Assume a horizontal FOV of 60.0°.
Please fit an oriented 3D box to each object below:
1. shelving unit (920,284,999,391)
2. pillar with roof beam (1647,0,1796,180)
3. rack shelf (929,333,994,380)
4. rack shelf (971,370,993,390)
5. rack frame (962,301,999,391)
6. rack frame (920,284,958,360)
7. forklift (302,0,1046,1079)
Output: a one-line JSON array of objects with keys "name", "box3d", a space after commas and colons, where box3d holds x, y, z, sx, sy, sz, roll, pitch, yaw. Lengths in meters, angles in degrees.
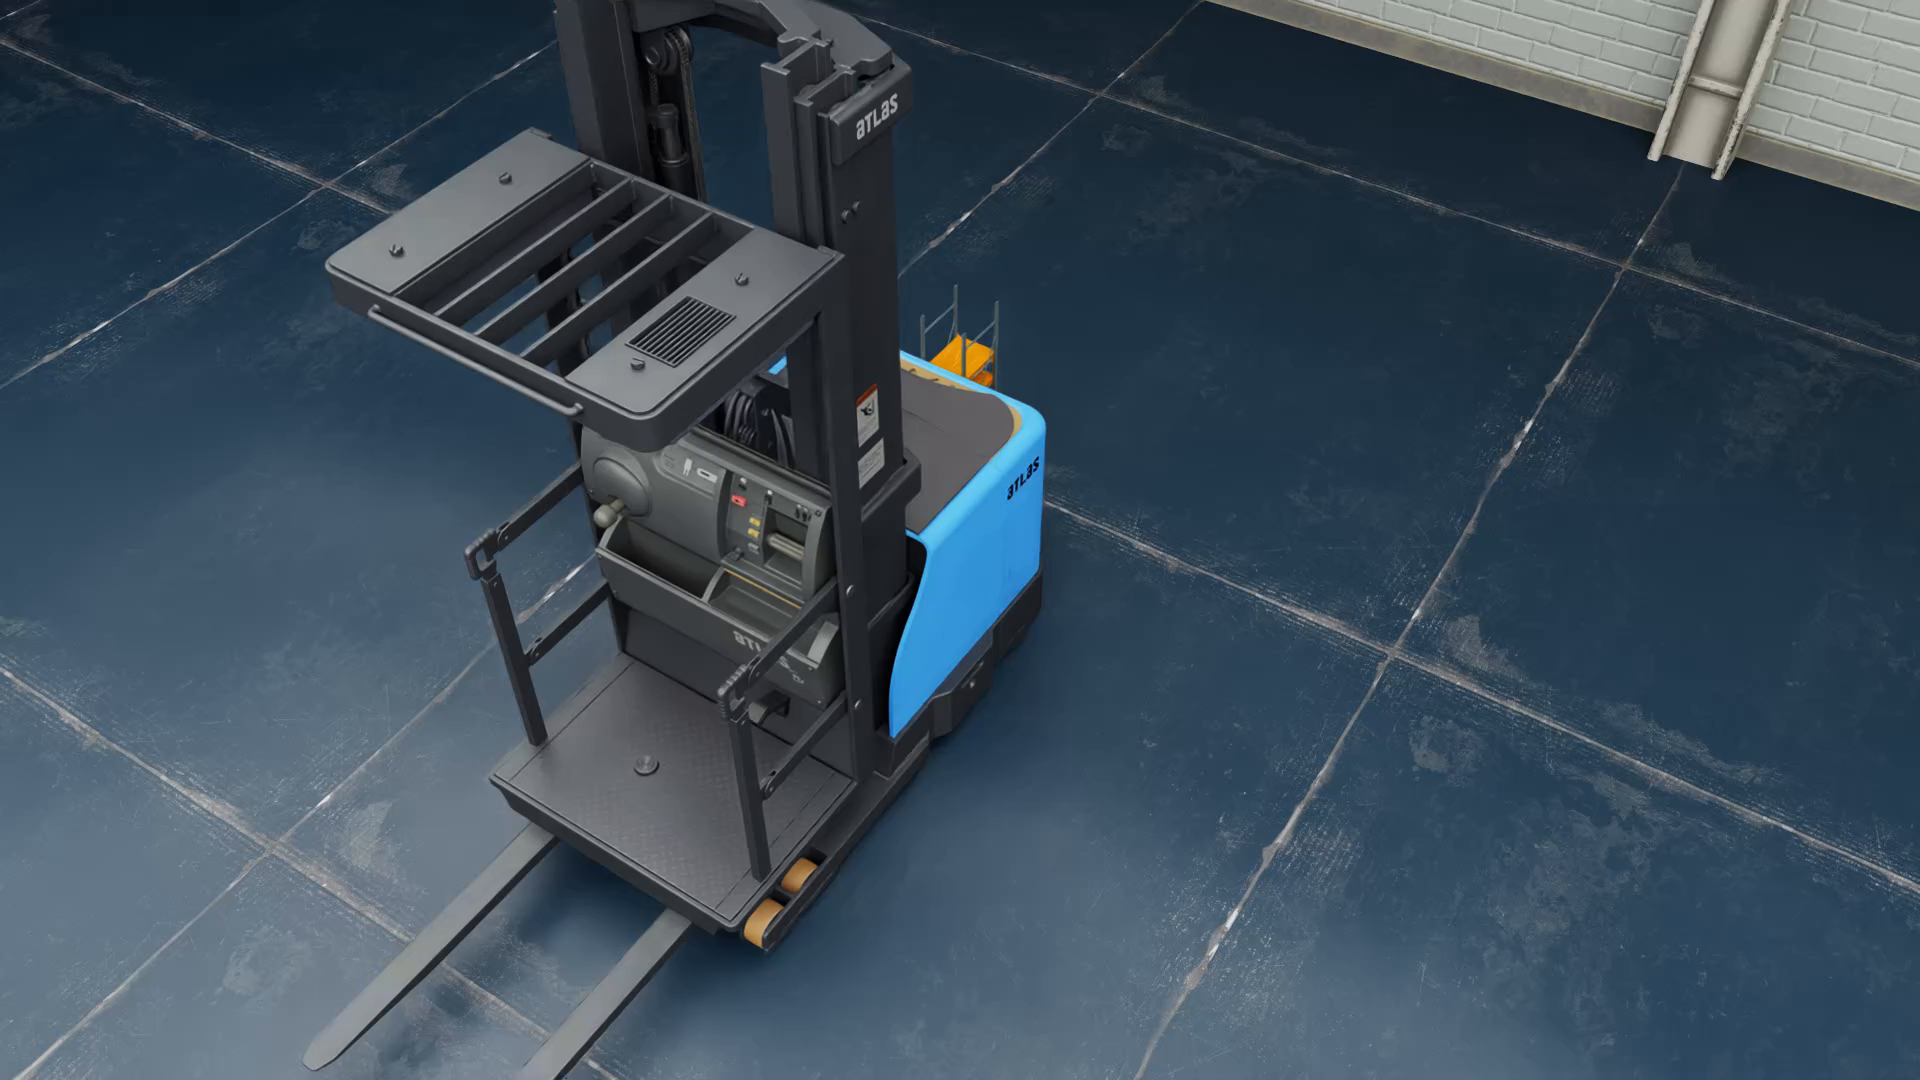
[{"name": "shelving unit", "box3d": [-0.001, -0.433, 6.556, 0.189, 1.200, 0.258, 26, 51, 23]}, {"name": "pillar with roof beam", "box3d": [1.632, -2.614, 3.237, 0.400, 9.000, 9.100, 25, 51, 22]}, {"name": "rack shelf", "box3d": [-0.001, -0.653, 6.329, 0.180, 0.103, 0.258, 26, 51, 23]}, {"name": "rack shelf", "box3d": [-0.001, -0.569, 6.415, 0.180, 0.103, 0.258, 26, 51, 23]}, {"name": "rack frame", "box3d": [0.075, -0.396, 6.520, 0.006, 1.200, 0.240, 26, 51, 23]}, {"name": "rack frame", "box3d": [-0.078, -0.469, 6.591, 0.006, 1.200, 0.240, 26, 51, 23]}, {"name": "forklift", "box3d": [-0.910, -0.037, 4.964, 1.130, 2.935, 3.031, 25, 51, 23]}]
